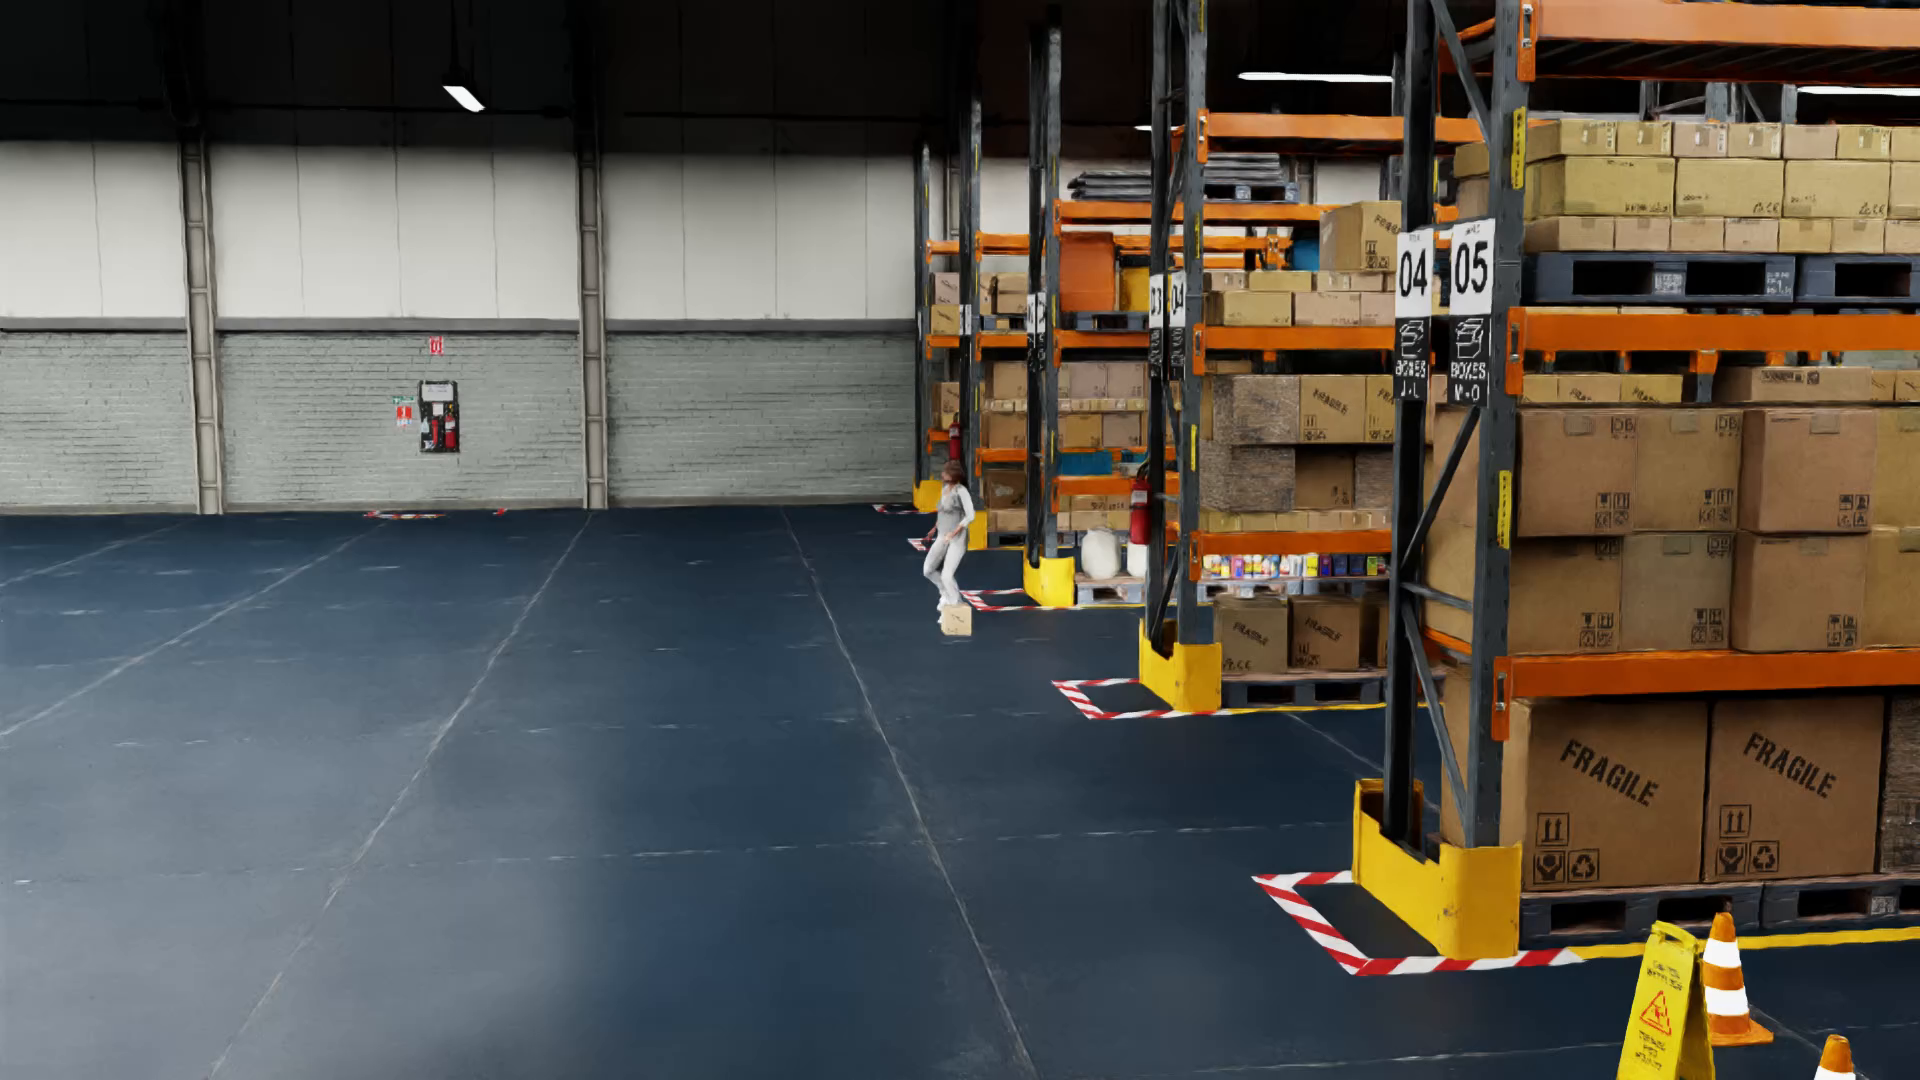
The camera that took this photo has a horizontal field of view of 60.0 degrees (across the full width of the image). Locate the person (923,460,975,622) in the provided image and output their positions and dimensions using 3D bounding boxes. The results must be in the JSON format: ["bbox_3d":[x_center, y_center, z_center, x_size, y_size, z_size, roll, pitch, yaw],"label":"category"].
[{"bbox_3d":[-0.092,0.019,16.017,0.454,1.566,0.594,-5,8,-38],"label":"person"}]
